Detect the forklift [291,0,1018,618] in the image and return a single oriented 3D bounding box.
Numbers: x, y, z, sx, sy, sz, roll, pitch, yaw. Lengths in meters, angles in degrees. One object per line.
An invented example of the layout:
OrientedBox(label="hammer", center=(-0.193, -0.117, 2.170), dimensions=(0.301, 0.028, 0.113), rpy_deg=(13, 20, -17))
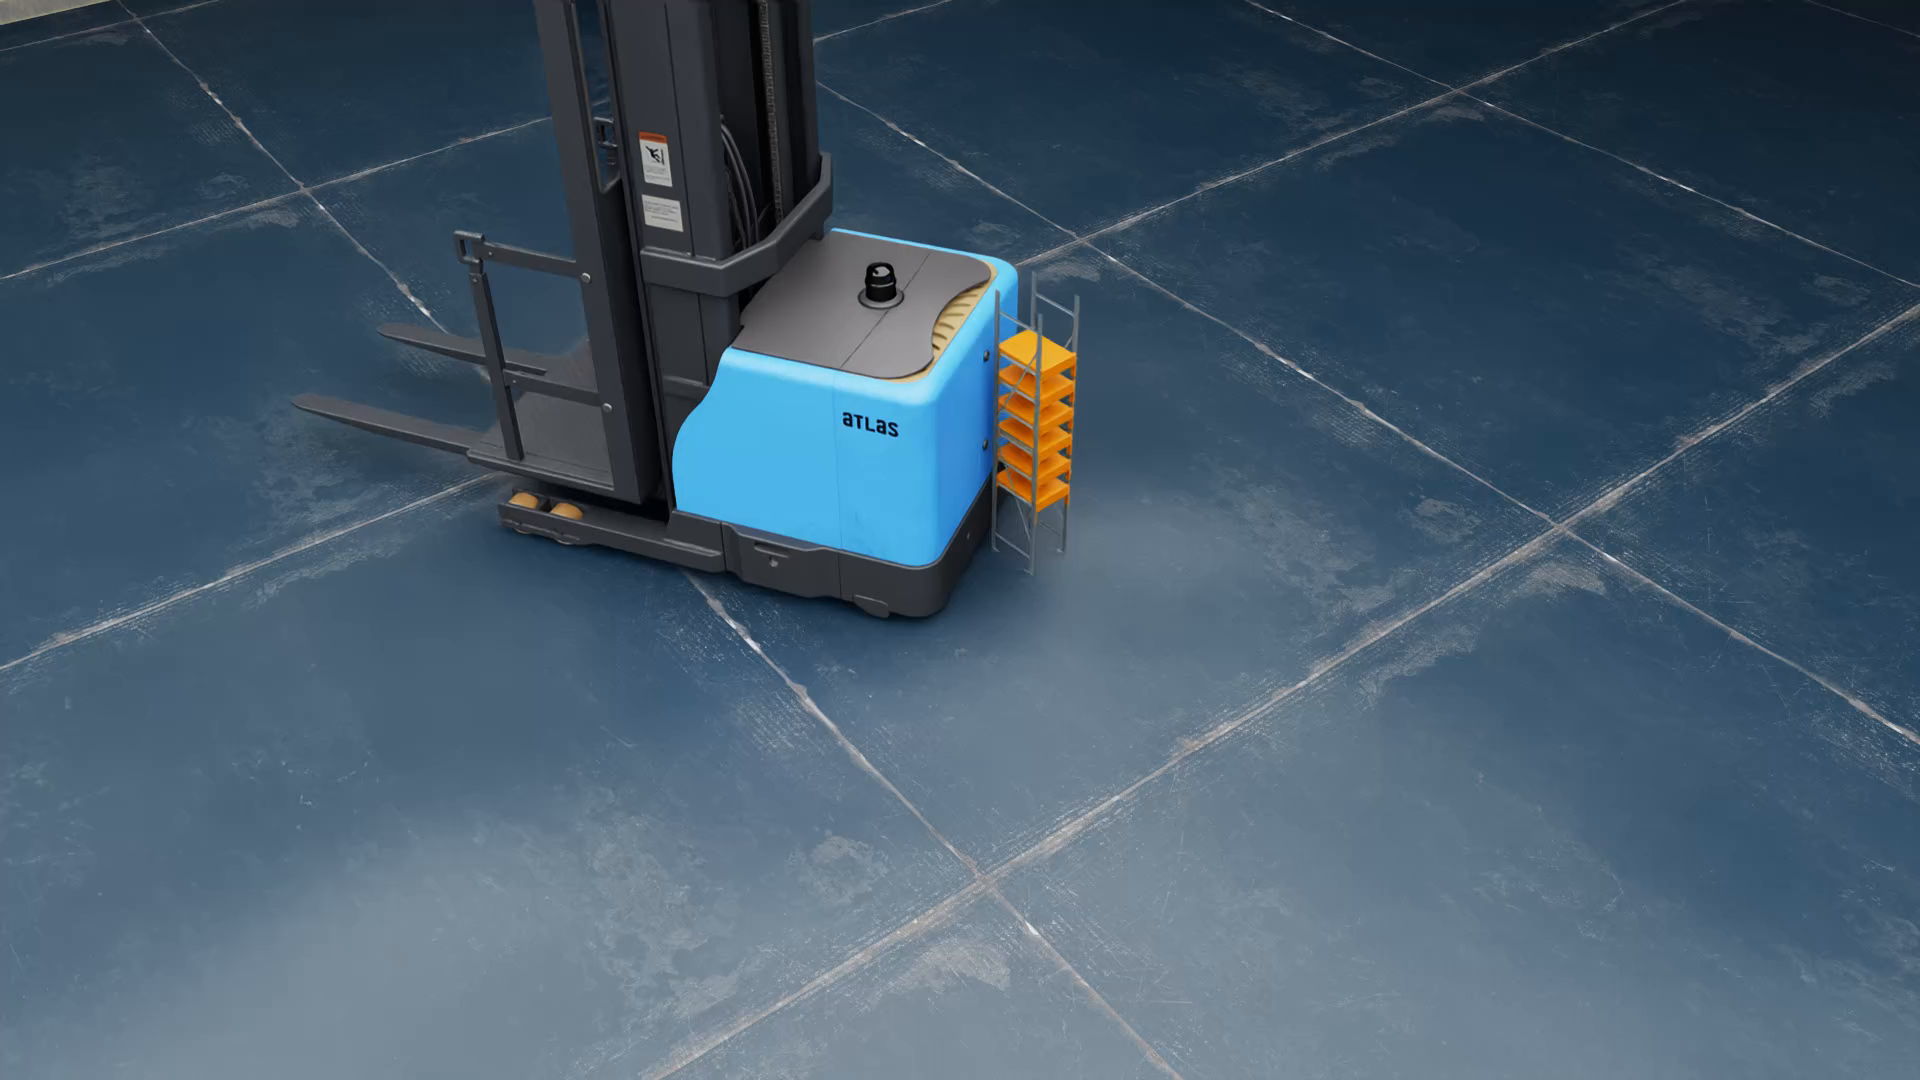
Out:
OrientedBox(label="forklift", center=(-1.334, -1.414, 6.163), dimensions=(3.031, 2.935, 1.130), rpy_deg=(13, 41, 16))

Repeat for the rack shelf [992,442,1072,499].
OrientedBox(label="rack shelf", center=(0.276, -0.290, 6.416), dimensions=(0.180, 0.103, 0.258), rpy_deg=(-30, 48, -31))

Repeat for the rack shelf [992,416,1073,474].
OrientedBox(label="rack shelf", center=(0.276, -0.382, 6.339), dimensions=(0.180, 0.103, 0.258), rpy_deg=(-30, 48, -31))

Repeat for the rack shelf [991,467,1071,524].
OrientedBox(label="rack shelf", center=(0.276, -0.197, 6.492), dimensions=(0.180, 0.103, 0.258), rpy_deg=(-30, 48, -31))

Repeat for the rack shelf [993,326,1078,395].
OrientedBox(label="rack shelf", center=(0.276, -0.661, 6.111), dimensions=(0.180, 0.103, 0.258), rpy_deg=(-30, 48, -31))

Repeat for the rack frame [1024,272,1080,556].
OrientedBox(label="rack frame", center=(0.344, -0.456, 6.359), dimensions=(0.006, 1.200, 0.240), rpy_deg=(-30, 48, -31))

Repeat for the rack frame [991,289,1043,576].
OrientedBox(label="rack frame", center=(0.208, -0.378, 6.264), dimensions=(0.006, 1.200, 0.240), rpy_deg=(-30, 48, -31))

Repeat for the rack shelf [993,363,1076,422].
OrientedBox(label="rack shelf", center=(0.276, -0.568, 6.187), dimensions=(0.180, 0.103, 0.258), rpy_deg=(-30, 48, -31))

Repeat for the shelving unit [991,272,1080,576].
OrientedBox(label="shelving unit", center=(0.276, -0.417, 6.311), dimensions=(0.189, 1.200, 0.258), rpy_deg=(-30, 48, -31))

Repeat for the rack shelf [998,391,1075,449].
OrientedBox(label="rack shelf", center=(0.276, -0.475, 6.263), dimensions=(0.180, 0.103, 0.258), rpy_deg=(-30, 48, -31))
